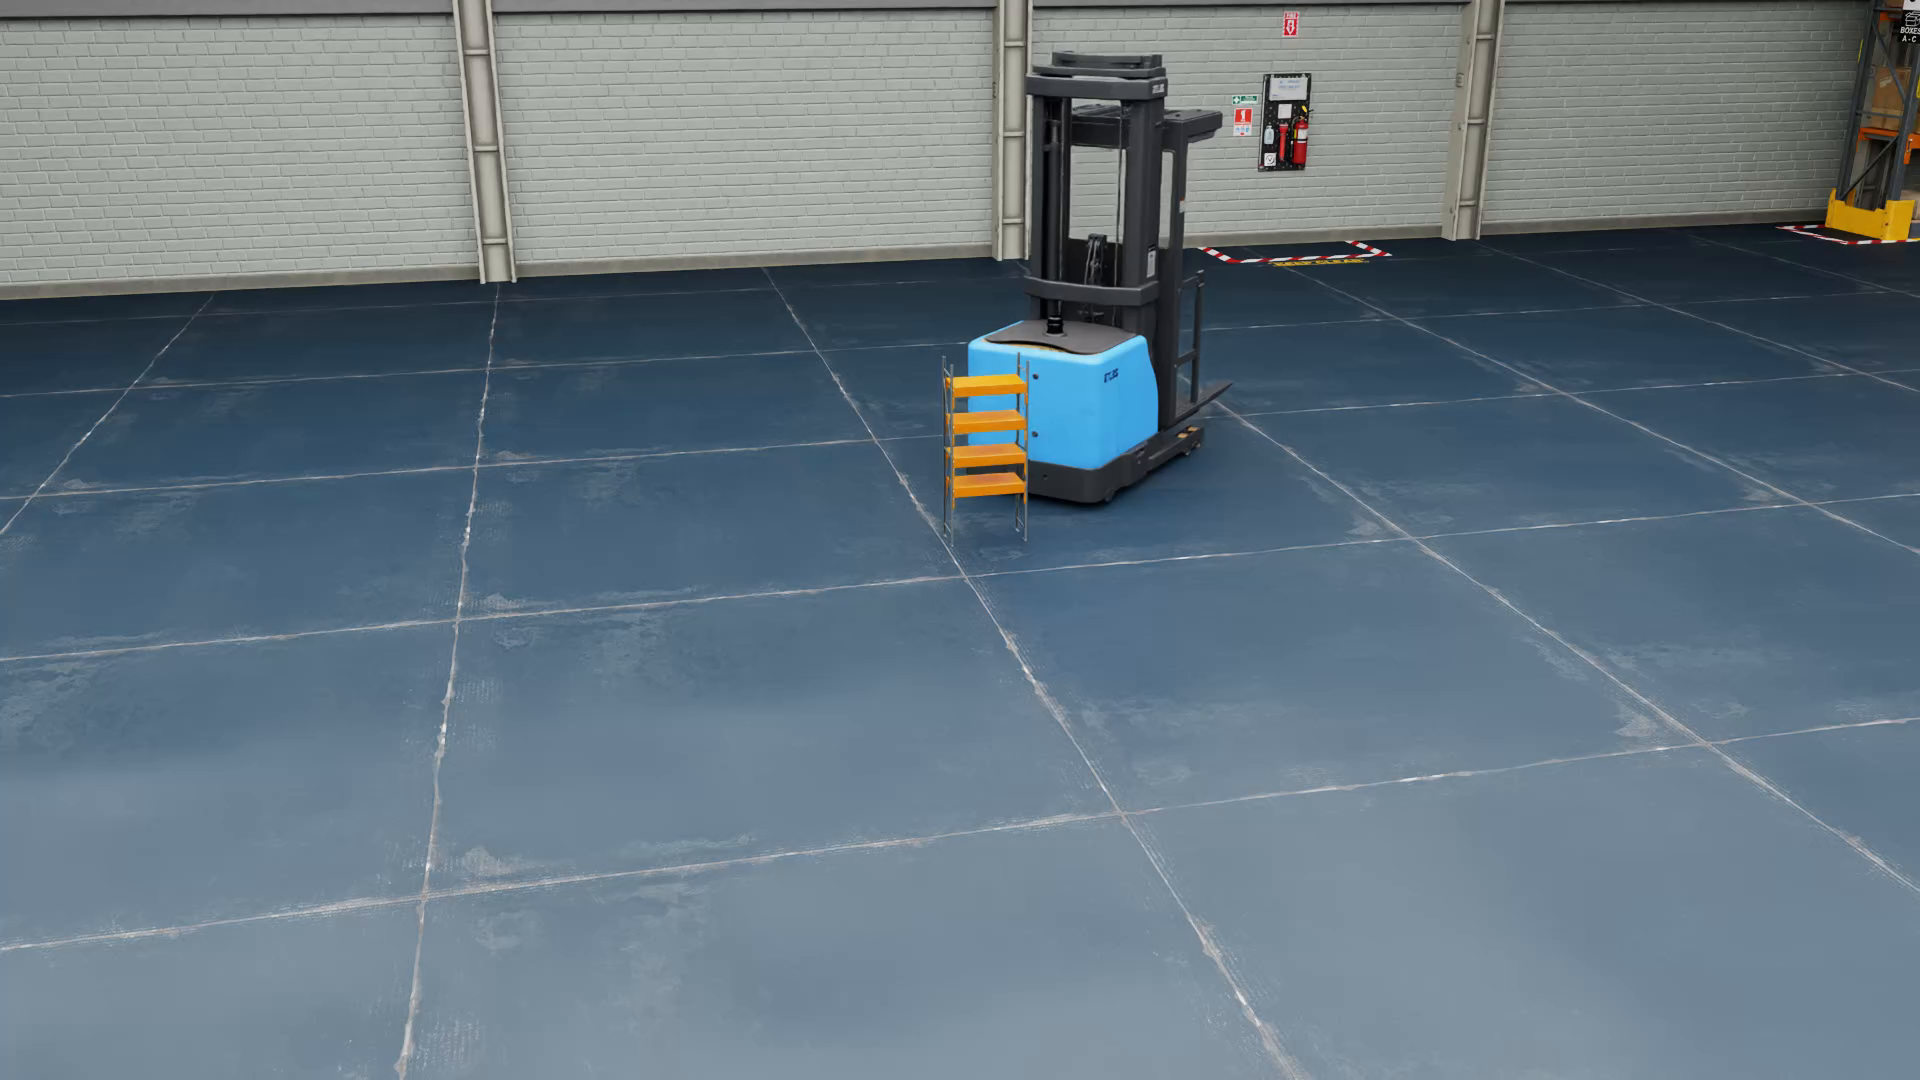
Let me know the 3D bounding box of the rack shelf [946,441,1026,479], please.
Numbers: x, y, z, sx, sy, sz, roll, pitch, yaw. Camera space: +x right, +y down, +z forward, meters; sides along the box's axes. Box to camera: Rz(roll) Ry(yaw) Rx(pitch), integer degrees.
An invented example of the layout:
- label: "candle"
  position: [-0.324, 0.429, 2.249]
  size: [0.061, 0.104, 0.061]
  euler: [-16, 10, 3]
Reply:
- label: "rack shelf"
  position: [0.161, -0.513, 10.667]
  size: [0.480, 0.148, 0.258]
  euler: [-5, 21, -12]

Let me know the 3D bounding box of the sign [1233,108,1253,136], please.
- label: "sign"
  position: [3.473, -5.130, 20.406]
  size: [0.234, 0.329, 0.001]
  euler: [-5, 21, -12]

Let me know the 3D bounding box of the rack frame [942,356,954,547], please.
- label: "rack frame"
  position: [-0.076, -0.557, 10.591]
  size: [0.015, 1.200, 0.240]
  euler: [-5, 21, -12]

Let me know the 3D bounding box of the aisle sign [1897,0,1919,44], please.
- label: "aisle sign"
  position: [11.804, -6.550, 20.554]
  size: [0.004, 0.787, 0.394]
  euler: [-5, 21, -12]

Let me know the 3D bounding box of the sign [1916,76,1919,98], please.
- label: "sign"
  position: [11.930, -5.660, 20.646]
  size: [0.005, 0.325, 0.100]
  euler: [-5, 21, -12]

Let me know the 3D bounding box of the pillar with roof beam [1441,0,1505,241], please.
- label: "pillar with roof beam"
  position: [7.439, -6.681, 15.971]
  size: [0.400, 9.000, 9.100]
  euler: [-5, 21, -12]

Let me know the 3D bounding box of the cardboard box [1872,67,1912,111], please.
- label: "cardboard box"
  position: [12.215, -5.835, 21.481]
  size: [0.500, 0.500, 0.500]
  euler: [-5, 21, -13]

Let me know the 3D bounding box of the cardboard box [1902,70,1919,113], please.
- label: "cardboard box"
  position: [12.339, -5.663, 21.013]
  size: [0.500, 0.500, 0.500]
  euler: [-5, 21, -12]

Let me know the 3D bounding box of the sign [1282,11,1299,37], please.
- label: "sign"
  position: [4.004, -6.244, 20.128]
  size: [0.199, 0.298, 0.001]
  euler: [-5, 21, -12]

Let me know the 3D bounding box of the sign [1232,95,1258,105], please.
- label: "sign"
  position: [3.479, -5.376, 20.308]
  size: [0.331, 0.109, 0.001]
  euler: [-5, 21, -12]

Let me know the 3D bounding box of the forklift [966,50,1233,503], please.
- label: "forklift"
  position: [1.214, -2.087, 12.251]
  size: [1.130, 2.935, 3.031]
  euler: [11, 23, 28]

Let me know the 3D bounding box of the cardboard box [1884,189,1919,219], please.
- label: "cardboard box"
  position: [12.499, -4.404, 21.745]
  size: [0.500, 0.311, 0.500]
  euler: [-7, 21, -19]

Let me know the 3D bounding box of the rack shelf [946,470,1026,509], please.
- label: "rack shelf"
  position: [0.161, -0.327, 10.735]
  size: [0.480, 0.148, 0.258]
  euler: [-5, 21, -12]

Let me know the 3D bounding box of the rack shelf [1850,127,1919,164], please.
- label: "rack shelf"
  position: [13.752, -5.256, 21.847]
  size: [4.000, 0.370, 1.077]
  euler: [-5, 21, -12]

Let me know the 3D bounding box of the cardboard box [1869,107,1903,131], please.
- label: "cardboard box"
  position: [12.216, -5.476, 21.592]
  size: [0.500, 0.250, 0.500]
  euler: [-4, 21, -12]

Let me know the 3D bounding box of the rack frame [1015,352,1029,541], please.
- label: "rack frame"
  position: [0.399, -0.596, 10.697]
  size: [0.015, 1.200, 0.240]
  euler: [-5, 21, -12]

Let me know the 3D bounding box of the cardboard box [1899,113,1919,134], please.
- label: "cardboard box"
  position: [12.353, -5.306, 21.129]
  size: [0.500, 0.250, 0.500]
  euler: [-5, 21, -14]

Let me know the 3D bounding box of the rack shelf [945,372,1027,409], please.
- label: "rack shelf"
  position: [0.161, -0.945, 10.509]
  size: [0.480, 0.148, 0.258]
  euler: [-5, 21, -12]

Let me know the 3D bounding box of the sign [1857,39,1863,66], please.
- label: "sign"
  position: [11.697, -6.315, 21.549]
  size: [0.005, 0.325, 0.100]
  euler: [-5, 21, -12]

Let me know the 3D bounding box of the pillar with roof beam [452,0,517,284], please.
- label: "pillar with roof beam"
  position: [-4.239, -5.731, 13.378]
  size: [0.400, 9.000, 9.100]
  euler: [-5, 21, -12]

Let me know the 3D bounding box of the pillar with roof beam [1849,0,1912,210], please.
- label: "pillar with roof beam"
  position: [13.278, -7.156, 17.267]
  size: [0.400, 9.000, 9.100]
  euler: [-5, 21, -12]

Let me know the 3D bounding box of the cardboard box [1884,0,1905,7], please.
- label: "cardboard box"
  position: [12.153, -7.018, 21.076]
  size: [0.500, 0.500, 0.500]
  euler: [-3, 20, -9]

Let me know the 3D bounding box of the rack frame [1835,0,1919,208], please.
- label: "rack frame"
  position: [11.805, -5.435, 21.291]
  size: [0.127, 3.000, 1.000]
  euler: [-5, 21, -12]

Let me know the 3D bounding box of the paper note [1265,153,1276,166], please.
- label: "paper note"
  position: [3.847, -4.718, 20.614]
  size: [0.142, 0.148, 0.016]
  euler: [-5, 21, -12]

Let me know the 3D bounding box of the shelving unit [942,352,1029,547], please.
- label: "shelving unit"
  position: [0.161, -0.577, 10.644]
  size: [0.503, 1.200, 0.258]
  euler: [-5, 21, -12]

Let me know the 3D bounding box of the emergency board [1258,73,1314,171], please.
- label: "emergency board"
  position: [4.035, -5.122, 20.437]
  size: [0.643, 1.169, 0.194]
  euler: [-5, 21, -12]

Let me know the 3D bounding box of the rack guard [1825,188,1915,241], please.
- label: "rack guard"
  position: [11.879, -4.267, 21.737]
  size: [0.348, 0.500, 1.175]
  euler: [-5, 21, -12]

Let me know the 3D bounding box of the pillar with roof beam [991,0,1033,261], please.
- label: "pillar with roof beam"
  position: [1.600, -6.206, 14.674]
  size: [0.400, 9.000, 9.100]
  euler: [-5, 21, -12]

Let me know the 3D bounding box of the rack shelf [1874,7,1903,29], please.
- label: "rack shelf"
  position: [13.752, -6.664, 21.331]
  size: [4.000, 0.370, 1.077]
  euler: [-5, 21, -12]

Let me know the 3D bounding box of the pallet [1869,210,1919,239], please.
- label: "pallet"
  position: [12.678, -4.184, 21.930]
  size: [1.213, 0.211, 1.003]
  euler: [-5, 21, -12]

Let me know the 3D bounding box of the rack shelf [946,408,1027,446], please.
- label: "rack shelf"
  position: [0.161, -0.723, 10.590]
  size: [0.480, 0.148, 0.258]
  euler: [-5, 21, -12]
